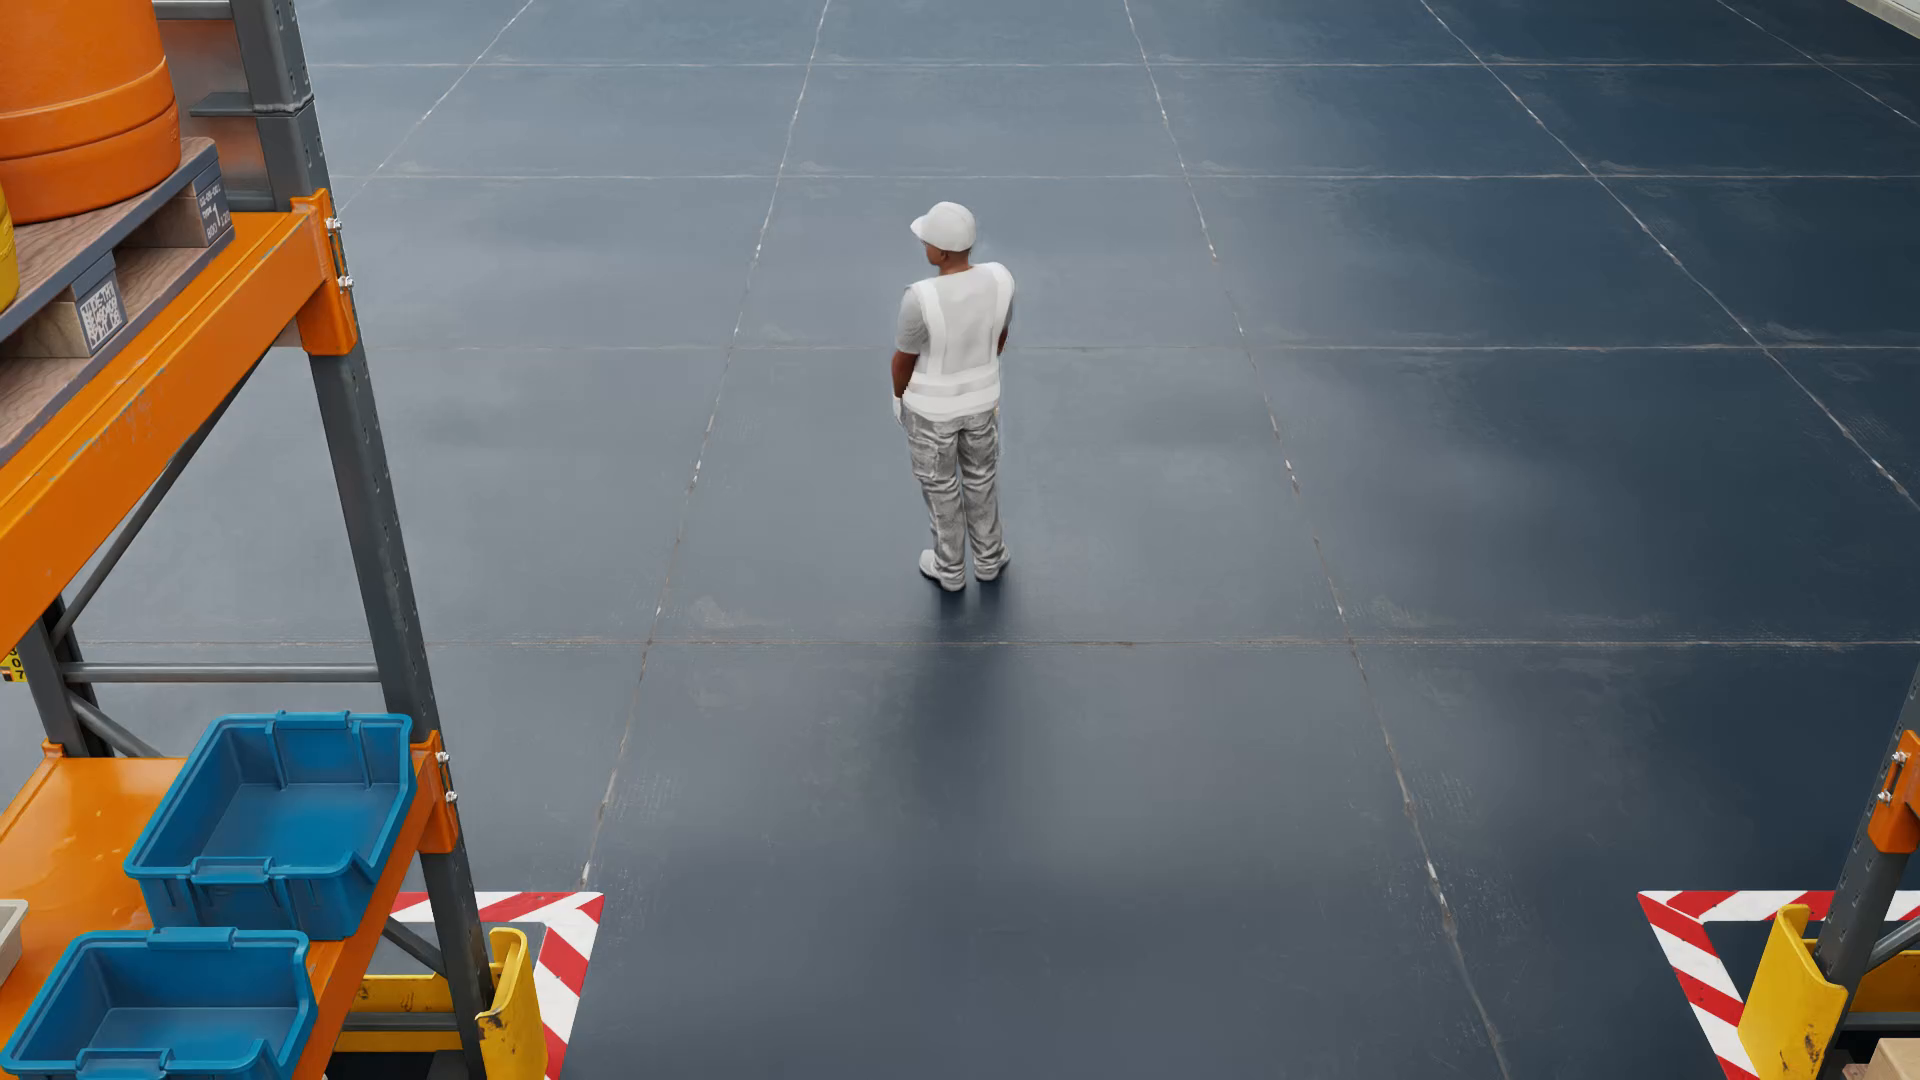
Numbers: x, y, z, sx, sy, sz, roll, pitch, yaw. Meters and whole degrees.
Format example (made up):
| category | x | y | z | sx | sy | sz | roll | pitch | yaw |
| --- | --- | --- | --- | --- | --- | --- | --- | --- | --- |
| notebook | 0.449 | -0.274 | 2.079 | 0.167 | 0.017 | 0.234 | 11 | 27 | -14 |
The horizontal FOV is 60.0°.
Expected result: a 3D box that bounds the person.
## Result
| category | x | y | z | sx | sy | sz | roll | pitch | yaw |
| --- | --- | --- | --- | --- | --- | --- | --- | --- | --- |
| person | -0.026 | -0.611 | 7.091 | 0.613 | 1.788 | 0.430 | -16 | 35 | -24 |
